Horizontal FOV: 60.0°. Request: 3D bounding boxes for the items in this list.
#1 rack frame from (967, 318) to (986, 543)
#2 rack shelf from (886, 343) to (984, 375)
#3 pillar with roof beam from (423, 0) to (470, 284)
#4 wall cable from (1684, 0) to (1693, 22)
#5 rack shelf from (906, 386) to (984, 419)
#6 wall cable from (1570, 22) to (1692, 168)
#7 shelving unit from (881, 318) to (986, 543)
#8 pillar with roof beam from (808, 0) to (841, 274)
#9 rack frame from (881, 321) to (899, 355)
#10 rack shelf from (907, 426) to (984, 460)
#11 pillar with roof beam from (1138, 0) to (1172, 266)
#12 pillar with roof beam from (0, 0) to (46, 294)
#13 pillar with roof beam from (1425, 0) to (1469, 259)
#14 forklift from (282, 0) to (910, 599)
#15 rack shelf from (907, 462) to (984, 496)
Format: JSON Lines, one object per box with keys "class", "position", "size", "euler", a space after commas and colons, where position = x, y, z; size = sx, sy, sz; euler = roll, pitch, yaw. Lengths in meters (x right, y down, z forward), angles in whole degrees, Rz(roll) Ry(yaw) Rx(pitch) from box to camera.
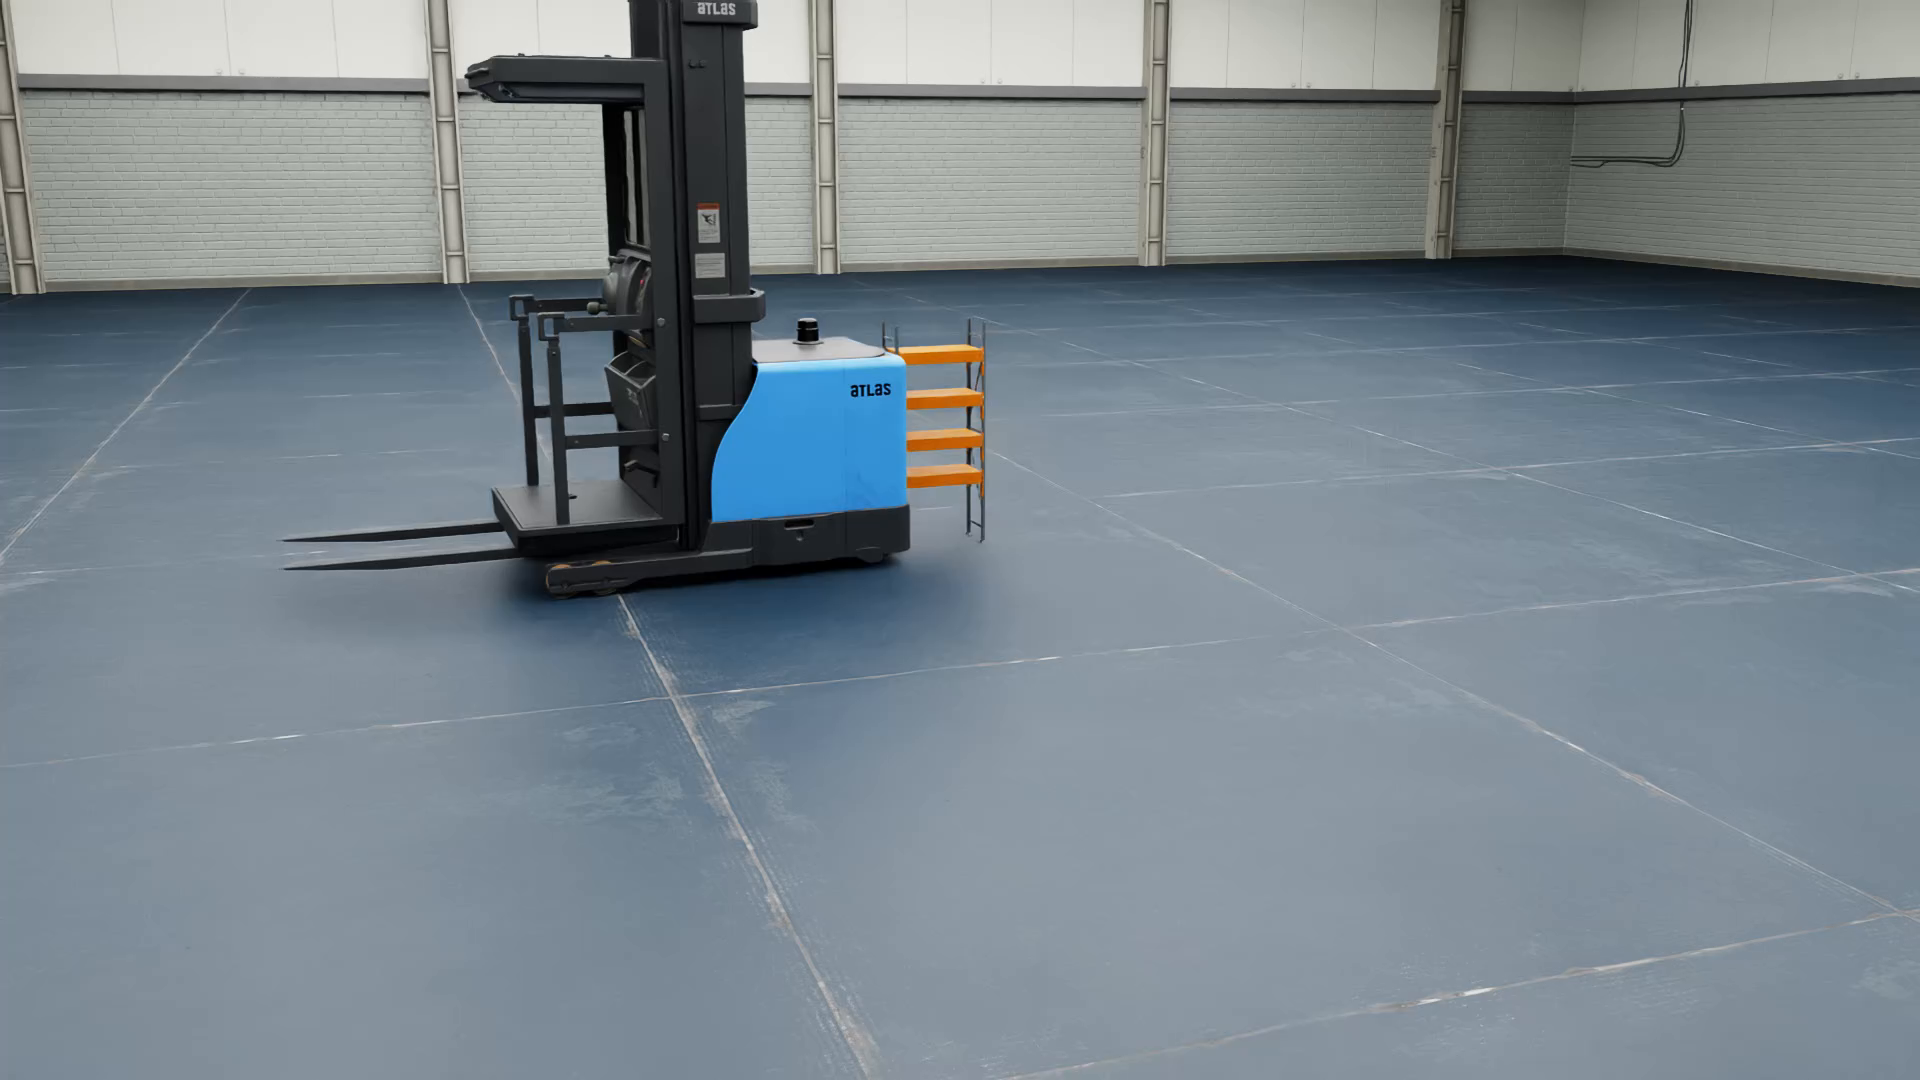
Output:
{"class": "rack frame", "position": [0.087, -0.594, 9.048], "size": [0.015, 1.200, 0.240], "euler": [-5, 14, -20]}
{"class": "rack shelf", "position": [-0.141, -0.956, 8.872], "size": [0.480, 0.148, 0.258], "euler": [-5, 14, -20]}
{"class": "pillar with roof beam", "position": [-6.558, -7.490, 21.183], "size": [0.400, 9.000, 9.100], "euler": [-4, 14, -18]}
{"class": "wall cable", "position": [13.206, -10.043, 27.713], "size": [0.112, 2.526, 3.097], "euler": [-4, 14, -18]}
{"class": "rack shelf", "position": [-0.141, -0.726, 8.927], "size": [0.480, 0.148, 0.258], "euler": [-5, 14, -20]}
{"class": "wall cable", "position": [12.343, -8.179, 30.792], "size": [0.112, 2.526, 3.097], "euler": [-4, 14, -18]}
{"class": "shelving unit", "position": [-0.141, -0.574, 8.963], "size": [0.503, 1.200, 0.258], "euler": [-5, 14, -20]}
{"class": "pillar with roof beam", "position": [-0.871, -7.932, 23.045], "size": [0.400, 9.000, 9.100], "euler": [-4, 14, -18]}
{"class": "rack frame", "position": [-0.368, -0.554, 8.878], "size": [0.015, 1.200, 0.240], "euler": [-5, 14, -20]}
{"class": "rack shelf", "position": [-0.141, -0.509, 8.979], "size": [0.480, 0.148, 0.258], "euler": [-5, 14, -20]}
{"class": "pillar with roof beam", "position": [4.815, -8.375, 24.907], "size": [0.400, 9.000, 9.100], "euler": [-4, 14, -18]}
{"class": "pillar with roof beam", "position": [-12.245, -7.047, 19.322], "size": [0.400, 9.000, 9.100], "euler": [-4, 14, -18]}
{"class": "pillar with roof beam", "position": [10.502, -8.818, 26.768], "size": [0.400, 9.000, 9.100], "euler": [-4, 14, -18]}
{"class": "forklift", "position": [-1.828, -1.281, 8.196], "size": [3.031, 2.935, 1.130], "euler": [-5, 14, -21]}
{"class": "rack shelf", "position": [-0.141, -0.315, 9.025], "size": [0.480, 0.148, 0.258], "euler": [-5, 14, -20]}
